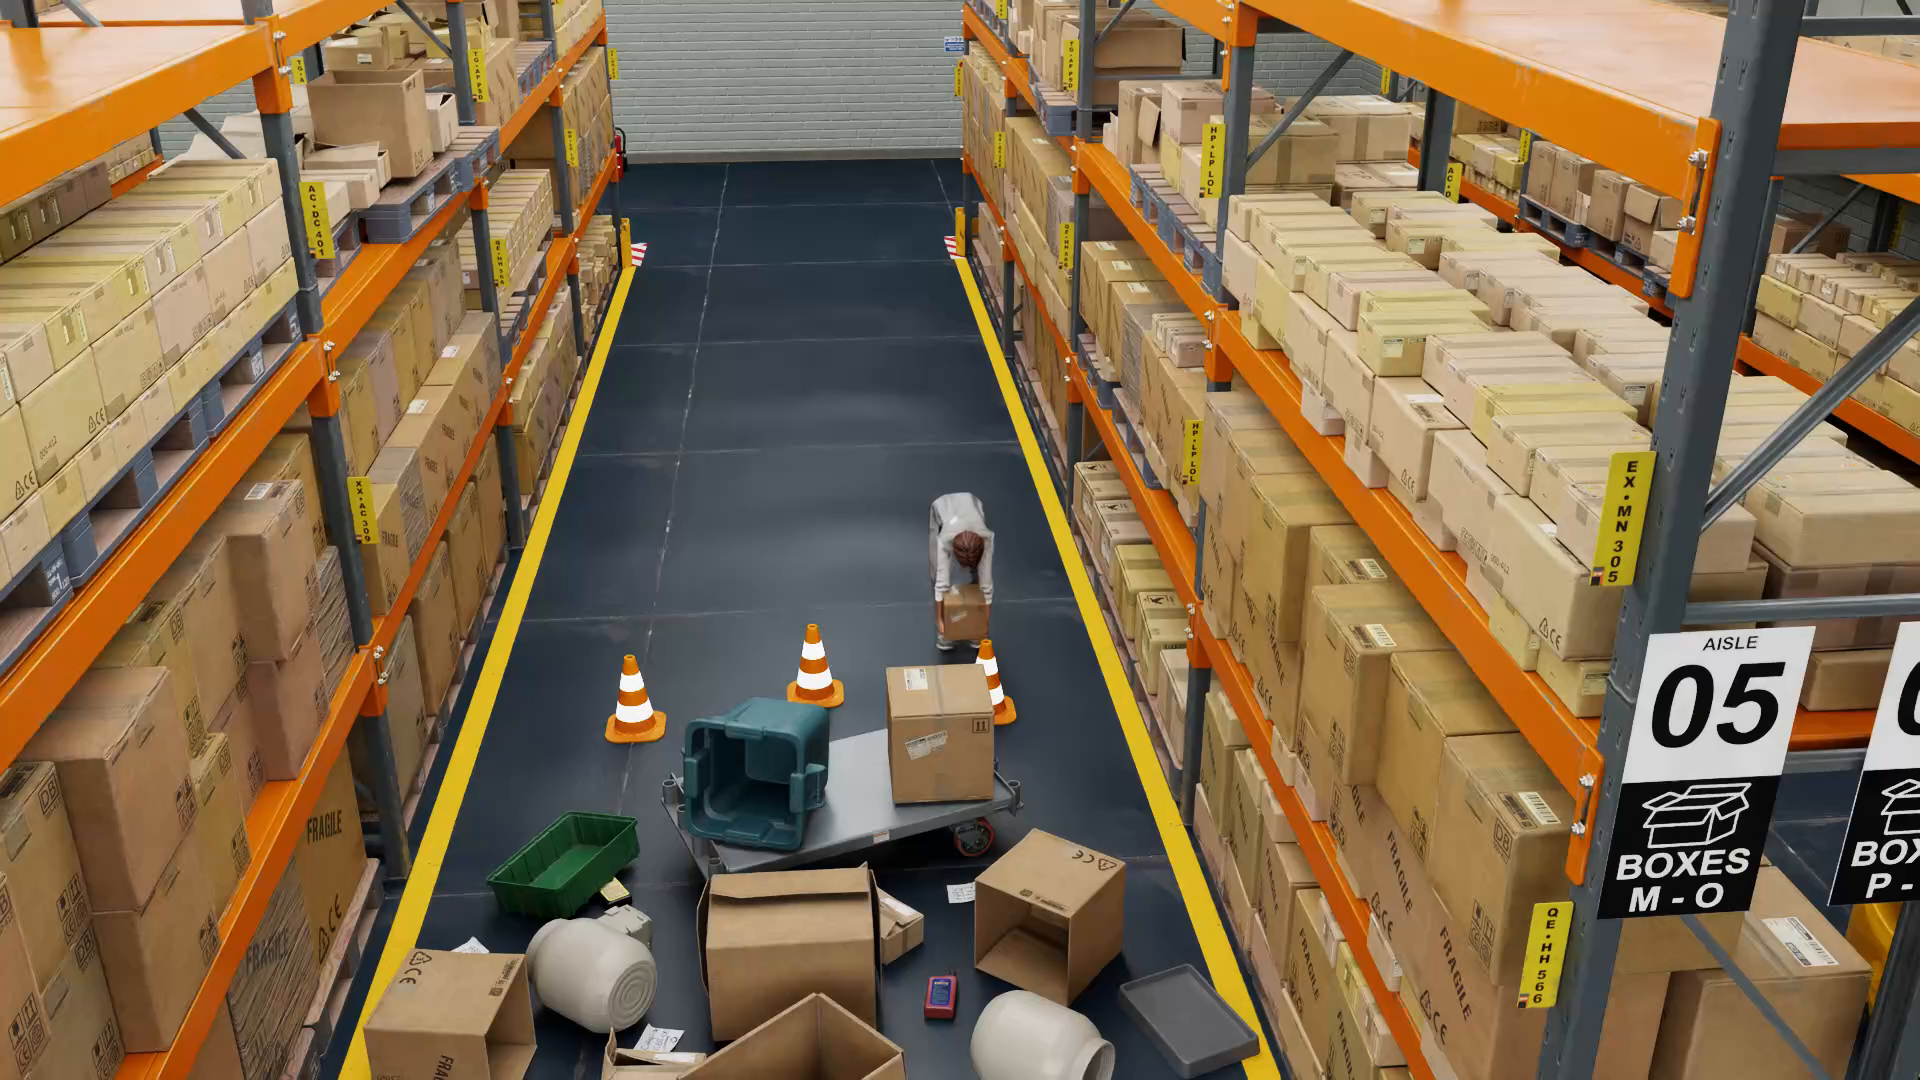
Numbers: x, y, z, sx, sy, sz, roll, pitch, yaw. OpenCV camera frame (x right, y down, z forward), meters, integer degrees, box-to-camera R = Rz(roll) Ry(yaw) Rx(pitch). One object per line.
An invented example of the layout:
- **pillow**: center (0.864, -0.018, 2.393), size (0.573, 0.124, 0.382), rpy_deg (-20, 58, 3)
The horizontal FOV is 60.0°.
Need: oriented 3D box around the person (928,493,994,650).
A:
- **person**: center (0.019, 0.260, 10.264), size (0.389, 1.001, 0.870), rpy_deg (-3, 24, -7)
